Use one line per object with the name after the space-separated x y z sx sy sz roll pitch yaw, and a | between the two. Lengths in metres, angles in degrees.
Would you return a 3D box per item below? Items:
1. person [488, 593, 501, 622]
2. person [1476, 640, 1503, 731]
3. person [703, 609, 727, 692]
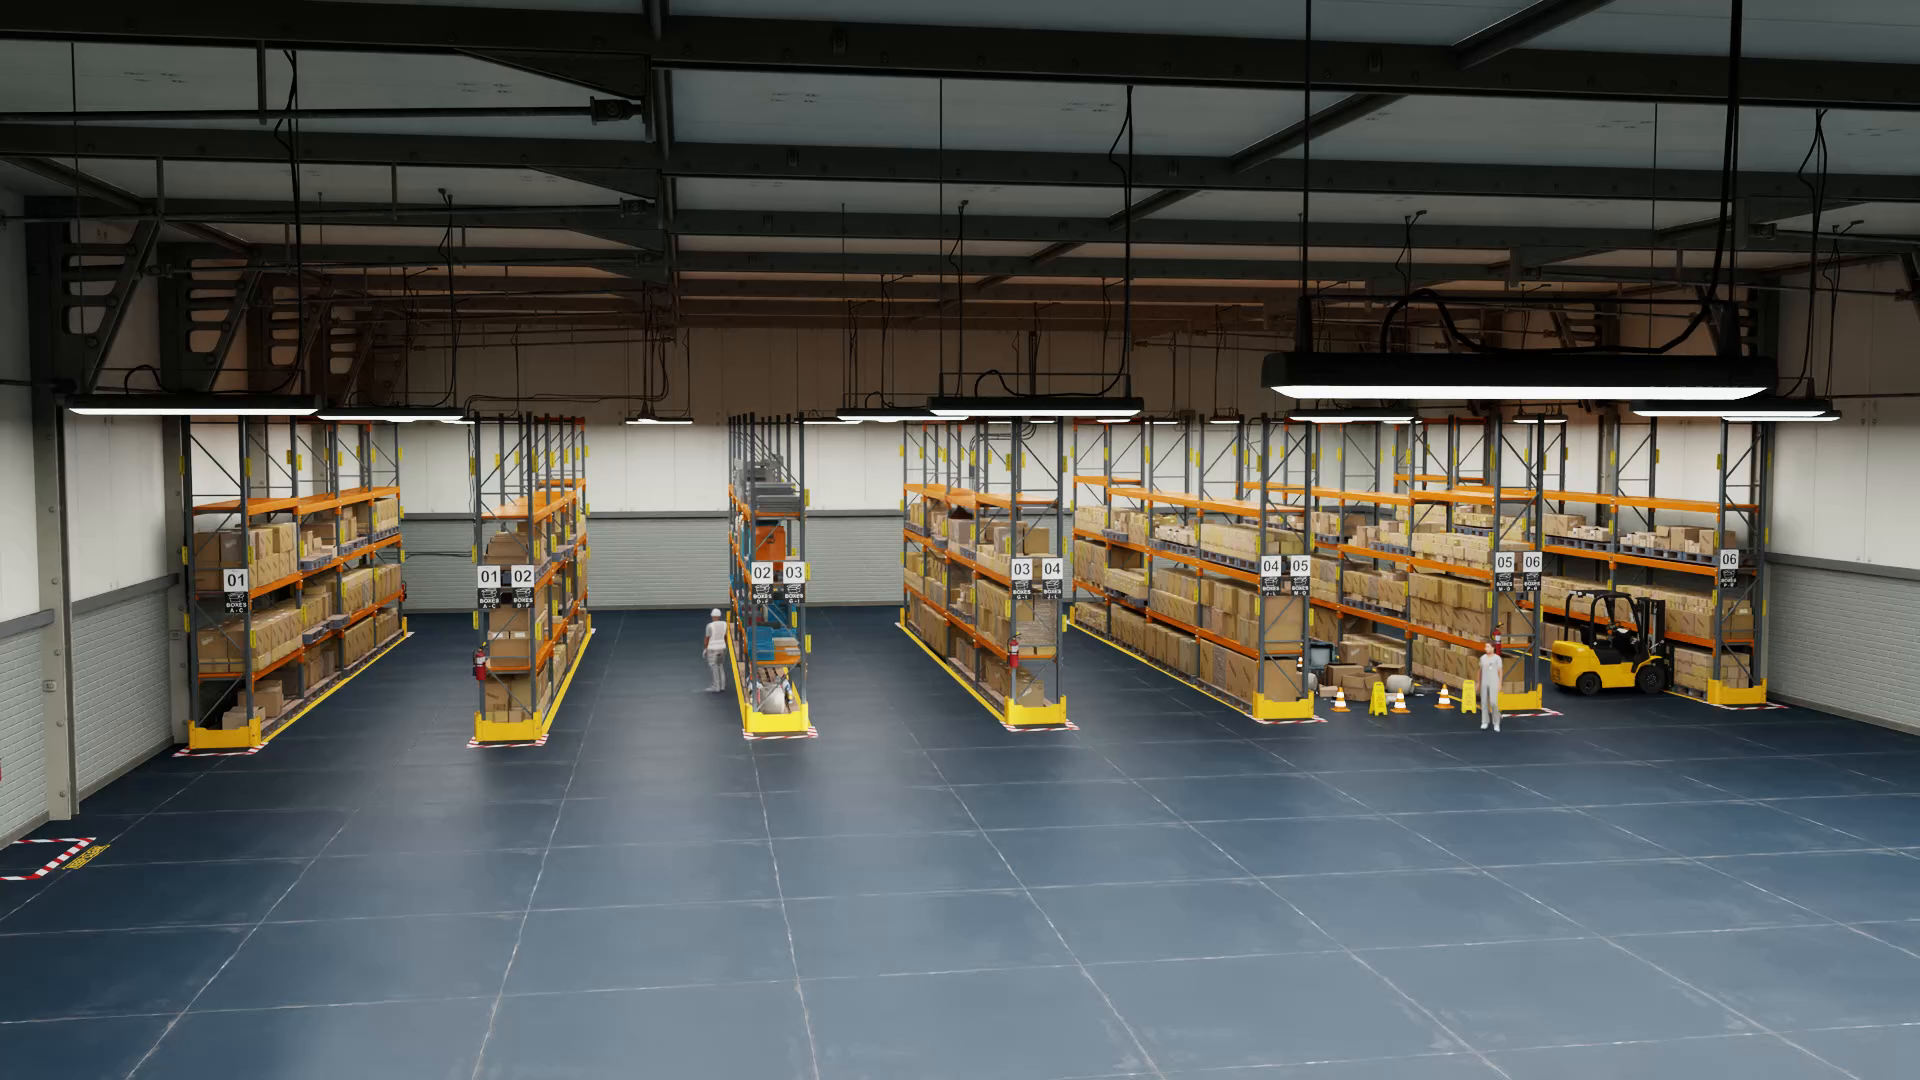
-12.047 1.995 43.389 0.499 1.547 0.939 -1 4 -12 | person
10.033 2.878 31.507 0.377 1.445 0.486 -4 5 -44 | person
-5.293 2.388 35.942 0.368 1.817 0.662 3 5 40 | person
